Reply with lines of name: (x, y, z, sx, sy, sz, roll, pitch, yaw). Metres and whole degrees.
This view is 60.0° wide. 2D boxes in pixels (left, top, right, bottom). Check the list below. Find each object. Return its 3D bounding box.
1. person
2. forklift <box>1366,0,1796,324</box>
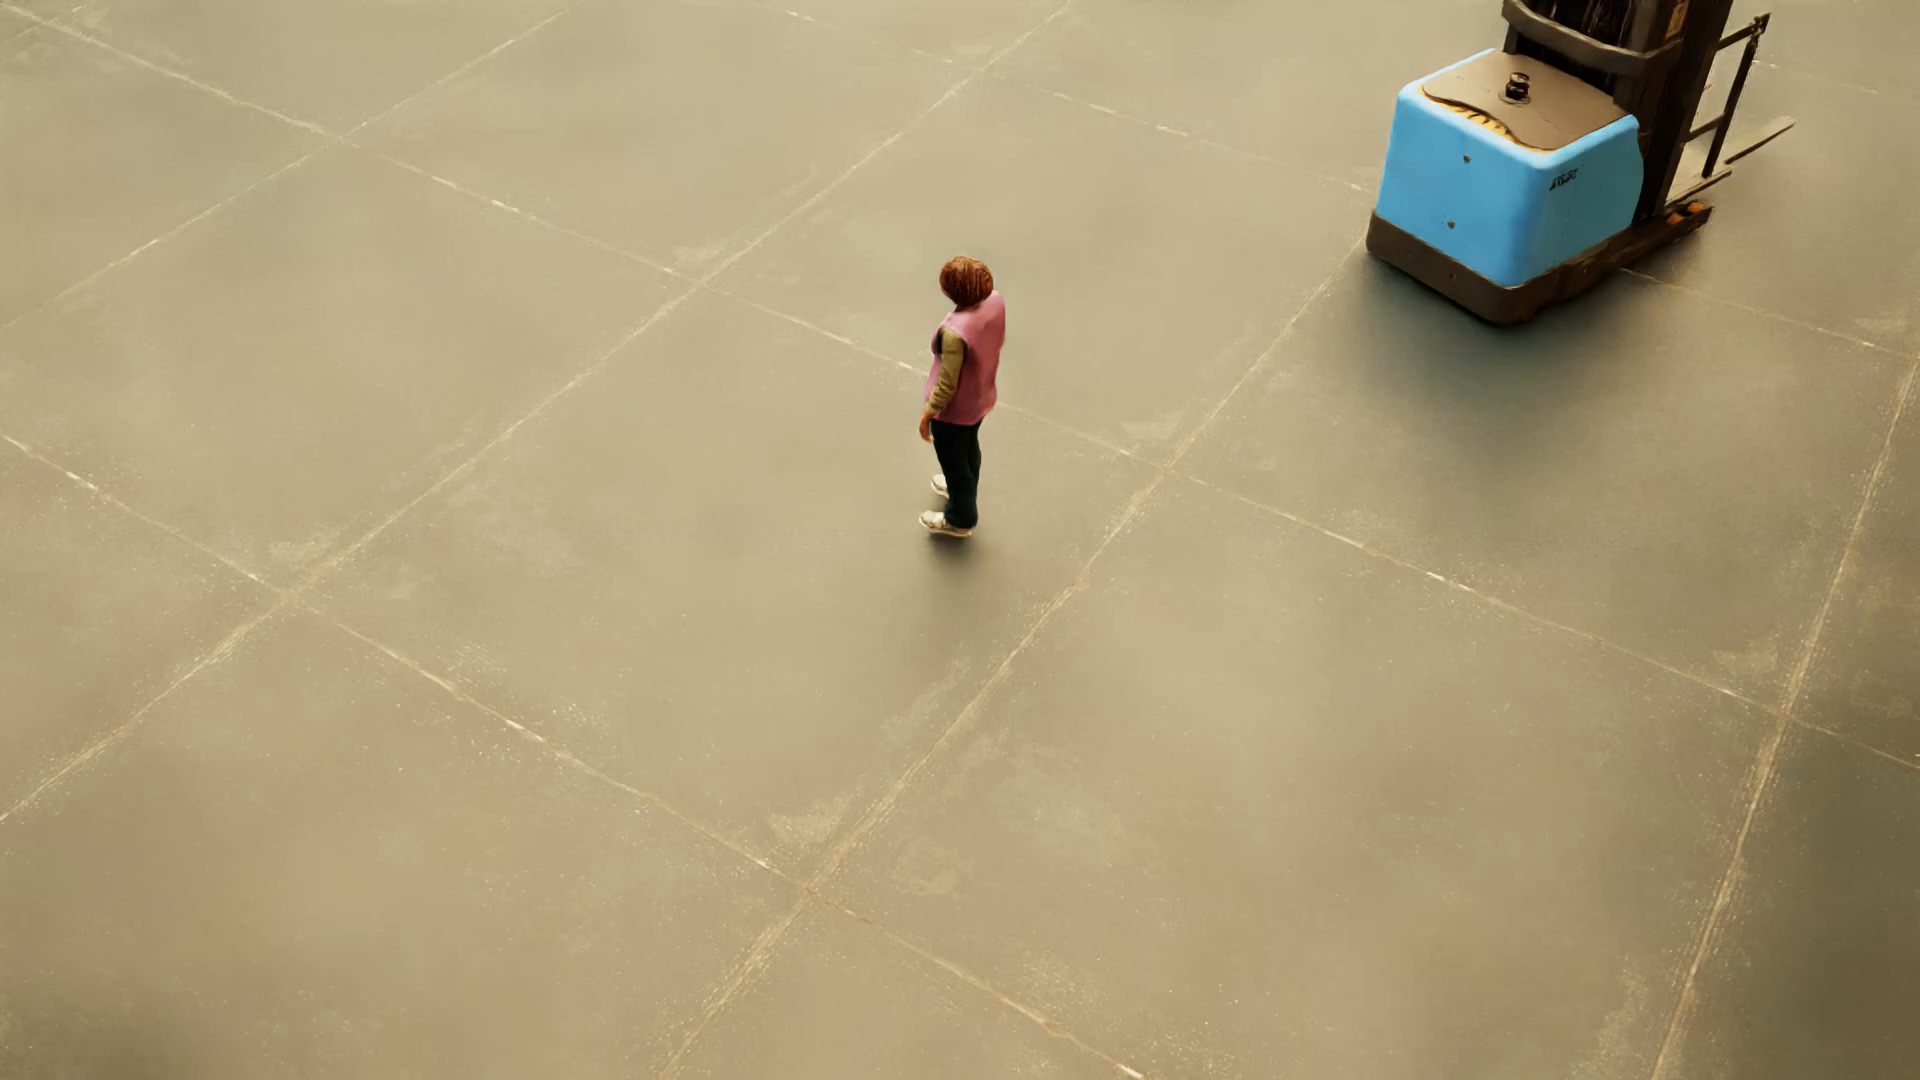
person: (-0.054, -0.647, 7.435, 0.476, 1.593, 0.520, 24, 48, 23)
forklift: (3.841, -3.086, 9.103, 3.031, 2.935, 1.130, -28, 50, -26)
